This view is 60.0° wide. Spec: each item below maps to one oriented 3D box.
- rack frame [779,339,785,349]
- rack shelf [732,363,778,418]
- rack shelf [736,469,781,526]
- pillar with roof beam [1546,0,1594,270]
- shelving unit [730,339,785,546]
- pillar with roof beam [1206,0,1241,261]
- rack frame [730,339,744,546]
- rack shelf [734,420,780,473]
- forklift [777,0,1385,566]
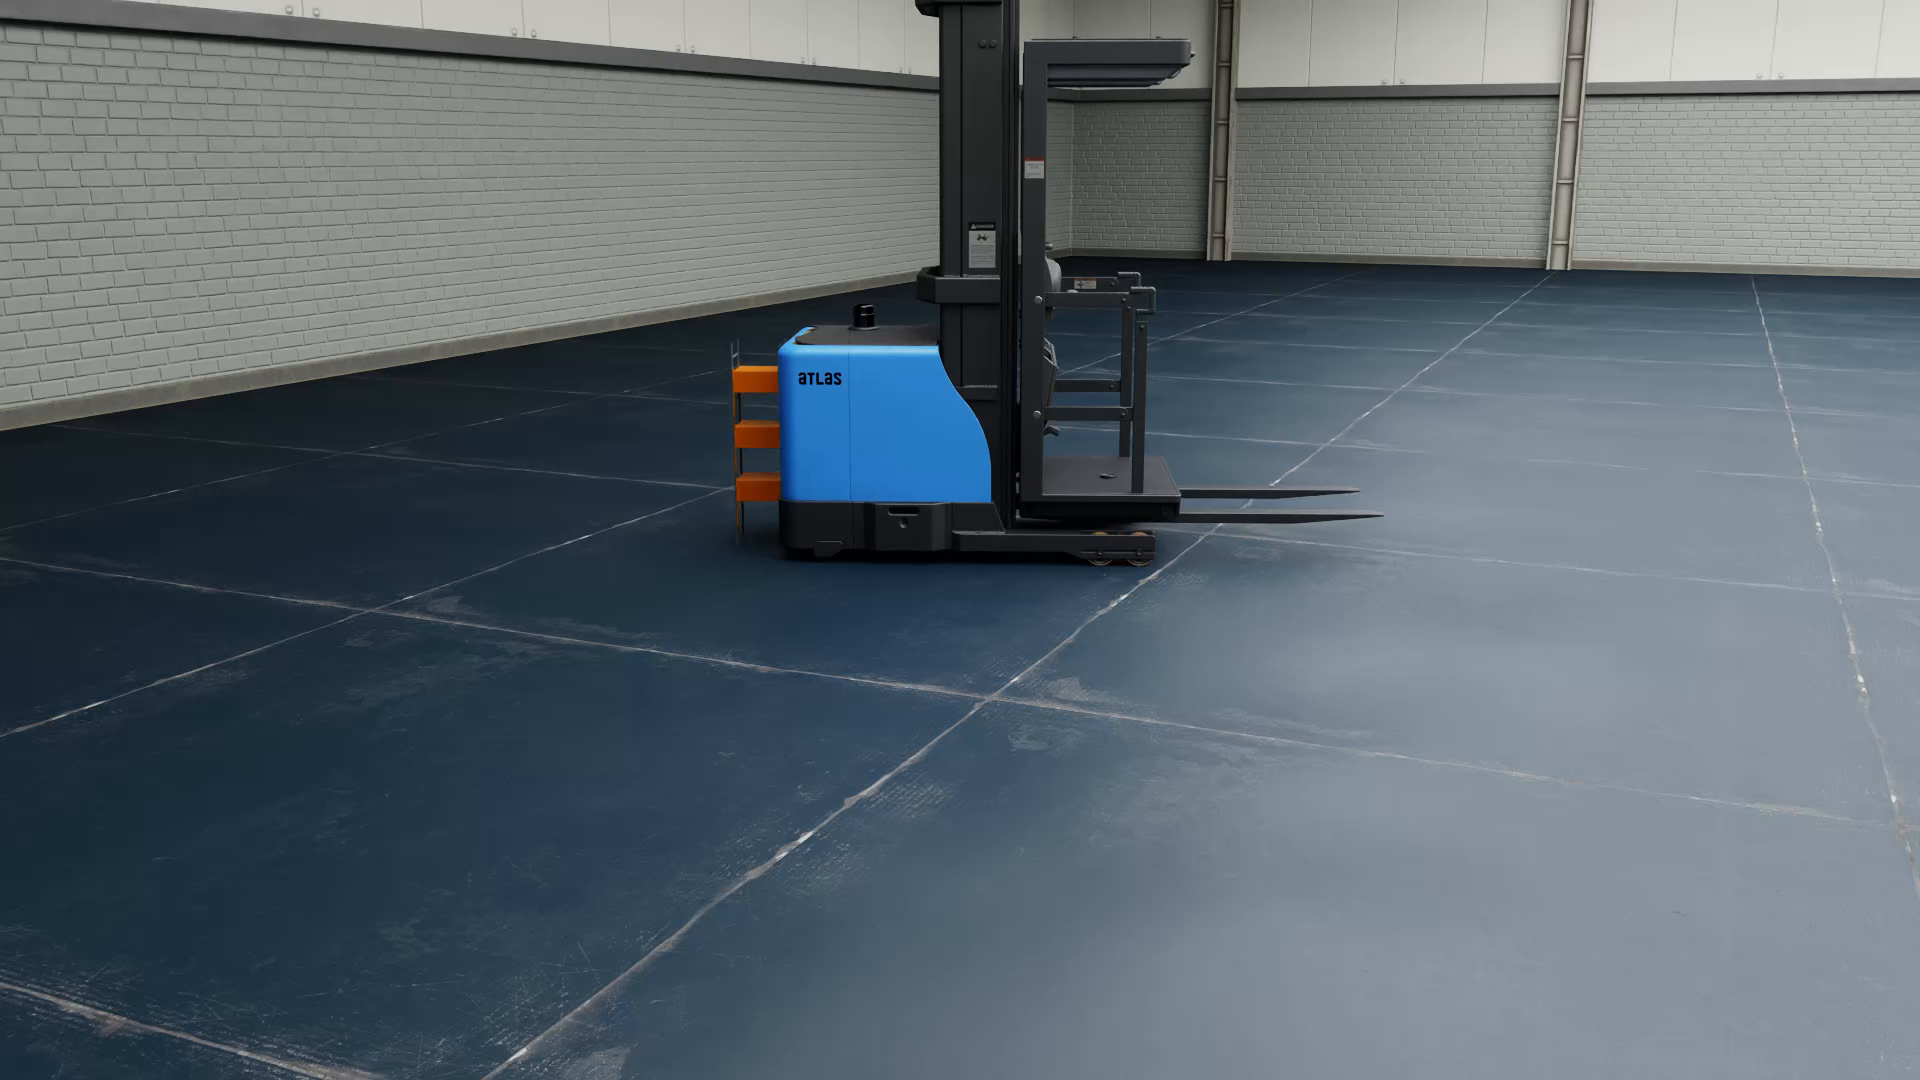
[{"bbox_3d":[-0.907,-0.502,8.595,0.008,1.050,0.200,0,13,2],"label":"rack frame"},{"bbox_3d":[-1.029,-0.769,8.537,0.240,0.259,0.215,0,13,2],"label":"rack shelf"},{"bbox_3d":[-1.029,-0.222,8.665,0.240,0.259,0.215,0,13,2],"label":"rack shelf"},{"bbox_3d":[8.569,-8.148,23.782,0.400,9.000,9.100,6,14,23],"label":"pillar with roof beam"},{"bbox_3d":[-1.029,-0.503,8.599,0.252,1.050,0.215,0,13,2],"label":"shelving unit"},{"bbox_3d":[3.083,-8.703,26.148,0.400,9.000,9.100,6,14,23],"label":"pillar with roof beam"},{"bbox_3d":[-1.151,-0.504,8.603,0.008,1.050,0.200,0,13,2],"label":"rack frame"},{"bbox_3d":[-1.029,-0.492,8.602,0.240,0.259,0.215,0,13,2],"label":"rack shelf"},{"bbox_3d":[0.622,-1.422,8.400,3.031,2.935,1.130,0,13,2],"label":"forklift"}]
